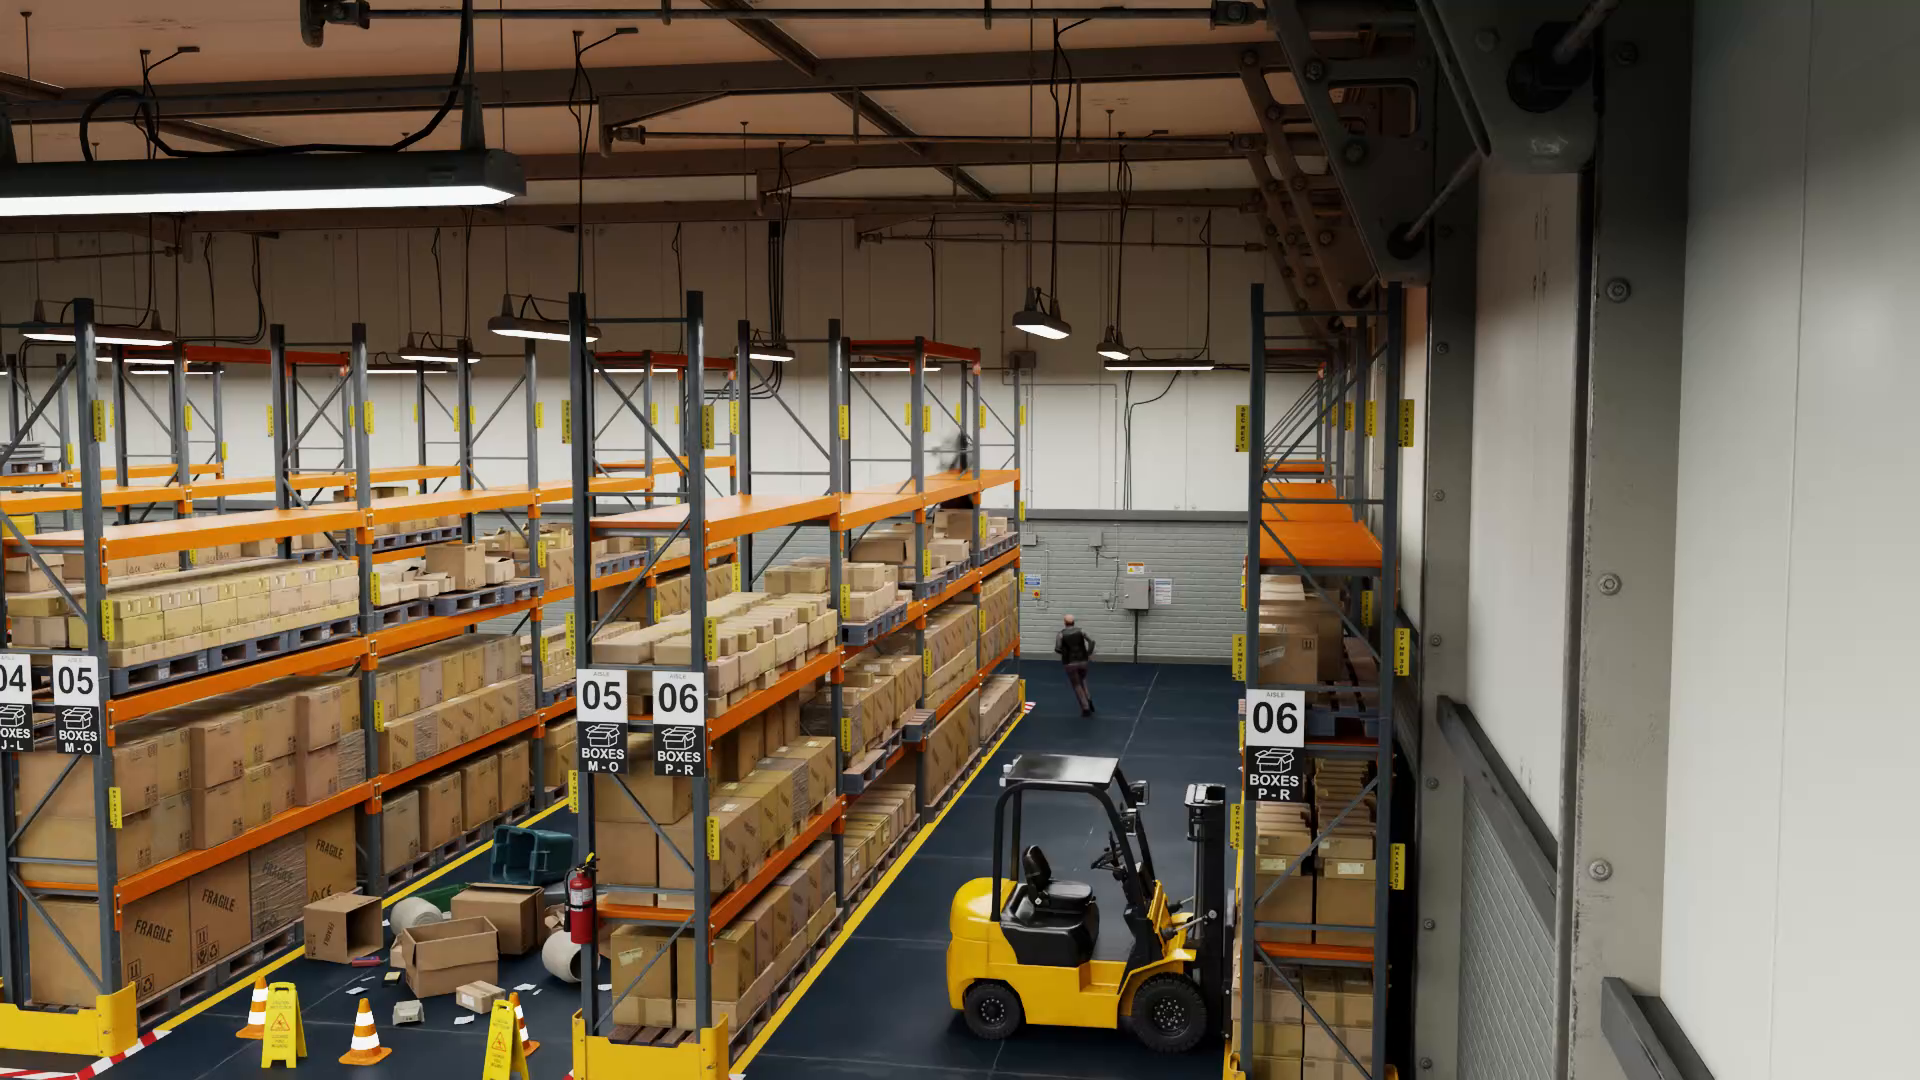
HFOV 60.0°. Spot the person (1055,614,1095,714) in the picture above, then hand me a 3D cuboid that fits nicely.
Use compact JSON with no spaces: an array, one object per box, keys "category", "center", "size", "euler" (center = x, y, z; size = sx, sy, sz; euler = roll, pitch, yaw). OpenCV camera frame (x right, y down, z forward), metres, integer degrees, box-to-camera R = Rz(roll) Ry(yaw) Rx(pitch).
[{"category":"person","center":[1.939,2.089,27.937],"size":[0.709,1.692,0.694],"euler":[-1,5,-14]}]
